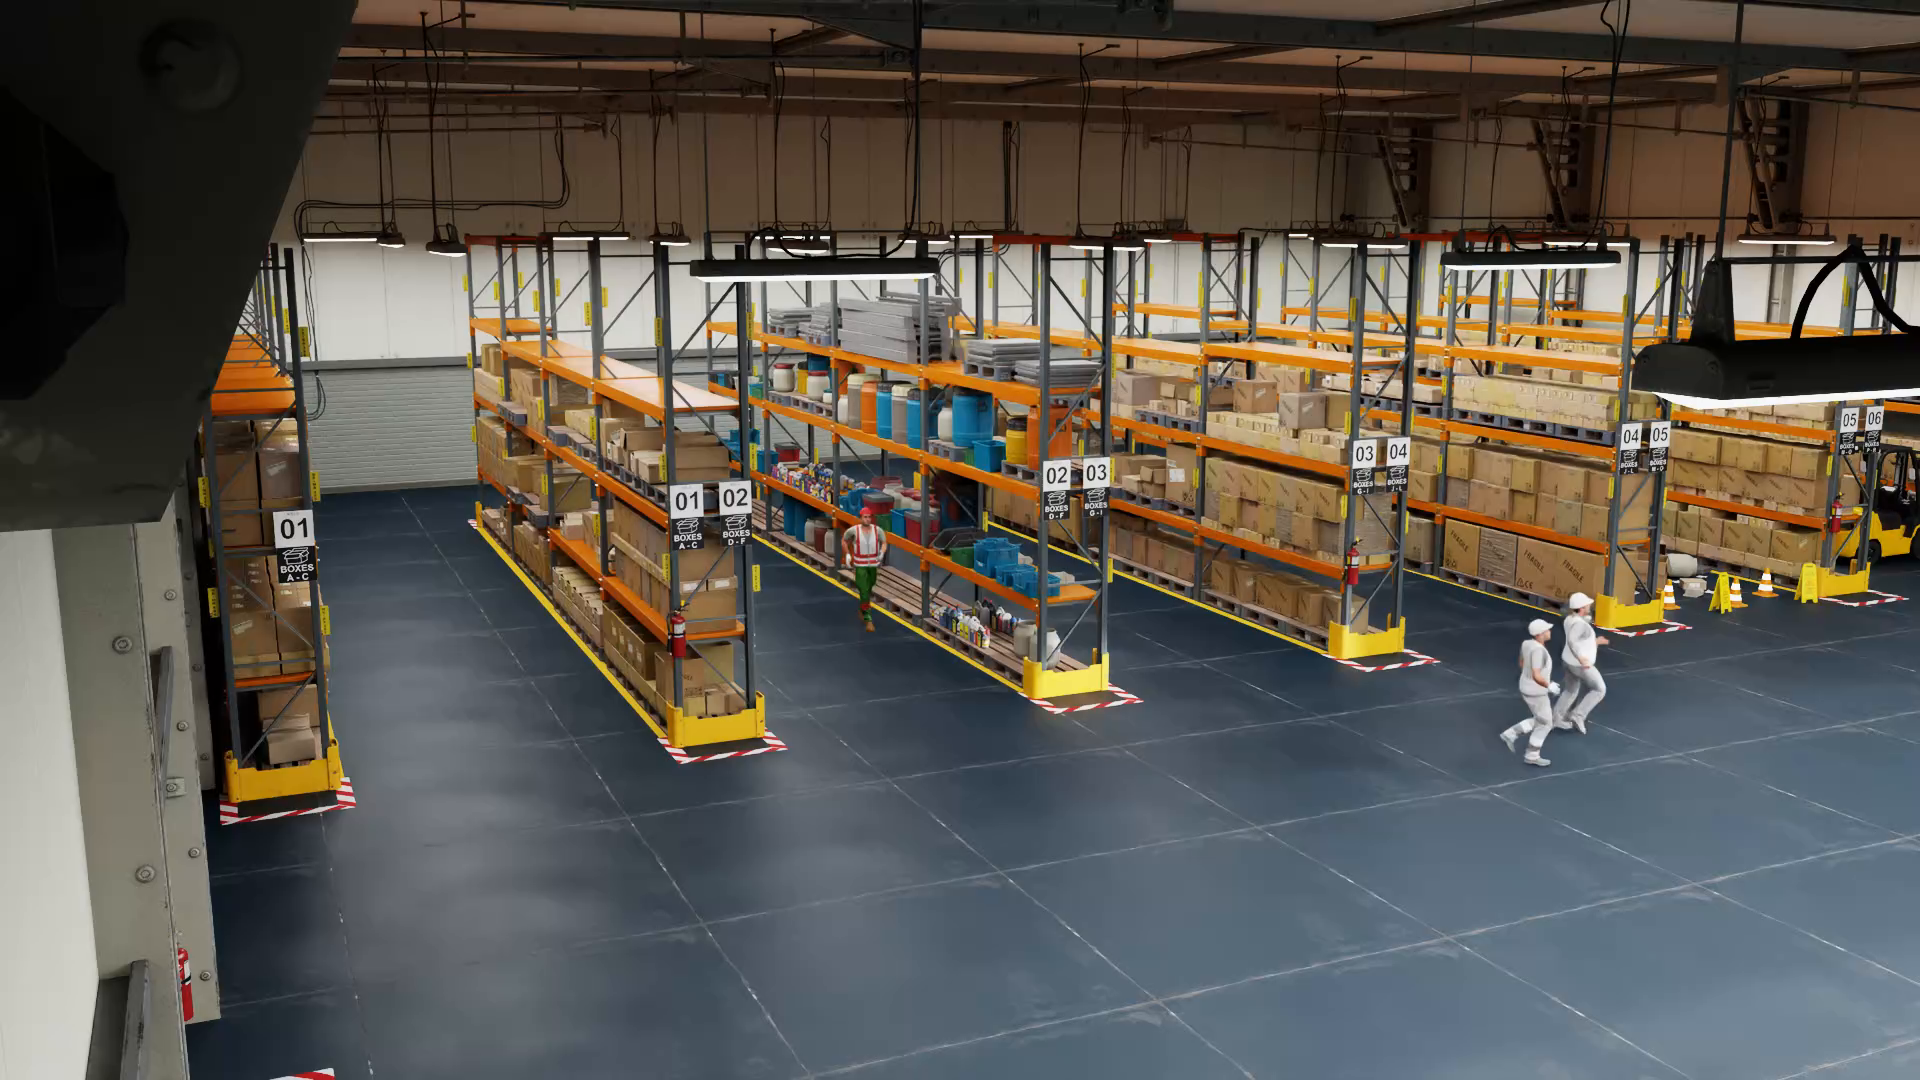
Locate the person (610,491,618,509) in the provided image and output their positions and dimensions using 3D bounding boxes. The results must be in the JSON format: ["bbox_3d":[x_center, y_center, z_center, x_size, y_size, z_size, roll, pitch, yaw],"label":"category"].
[{"bbox_3d":[-6.926,-0.973,33.724,0.642,1.675,0.651,-7,13,-31],"label":"person"}]

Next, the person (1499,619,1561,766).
[{"bbox_3d":[6.648,1.777,19.371,0.596,1.751,0.666,1,11,5],"label":"person"}]

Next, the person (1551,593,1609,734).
[{"bbox_3d":[7.698,1.529,20.614,0.693,1.771,0.629,-1,11,-3],"label":"person"}]

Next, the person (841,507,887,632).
[{"bbox_3d":[-1.394,0.403,24.823,0.658,1.819,0.884,-4,12,-21],"label":"person"}]
